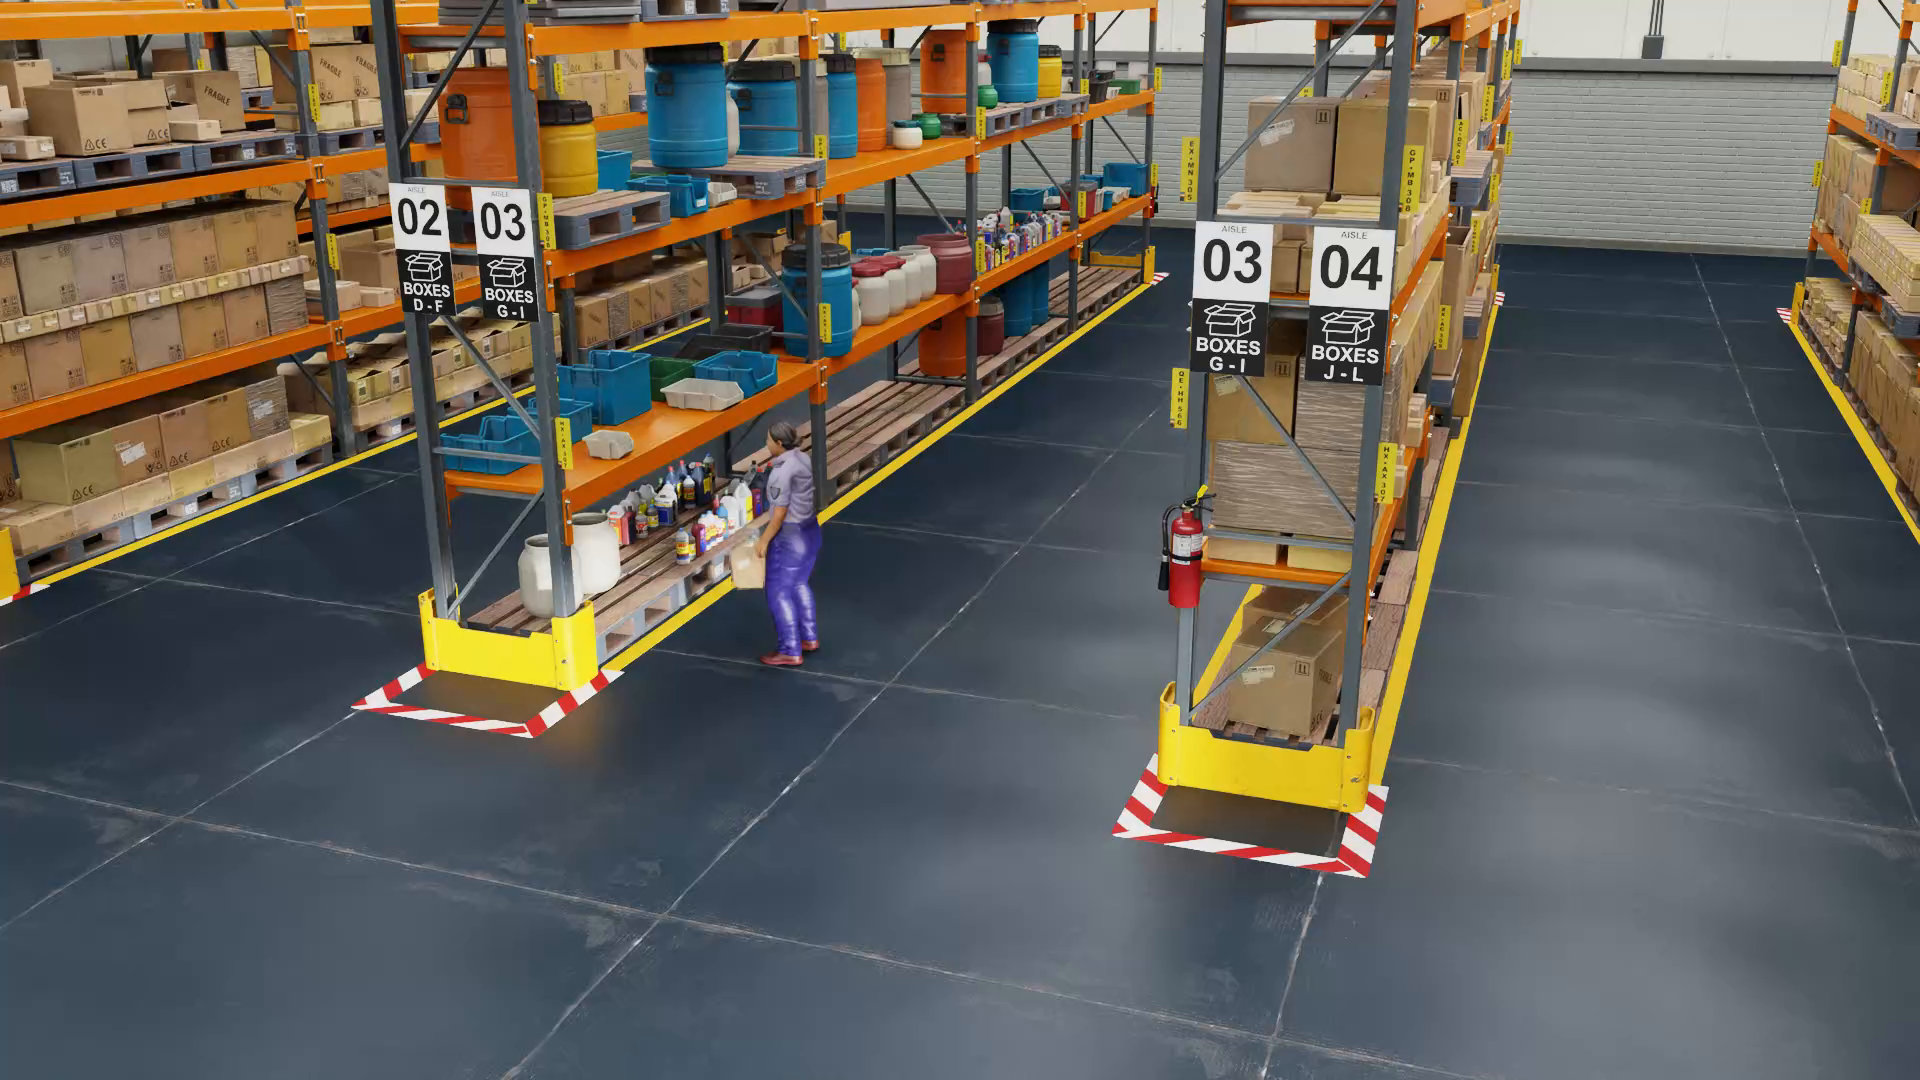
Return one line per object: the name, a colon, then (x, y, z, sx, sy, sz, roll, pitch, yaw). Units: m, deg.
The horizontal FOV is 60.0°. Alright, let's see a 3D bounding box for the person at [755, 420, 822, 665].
person: (-1.130, 0.003, 11.058, 0.372, 1.656, 0.519, 6, 20, 17)
